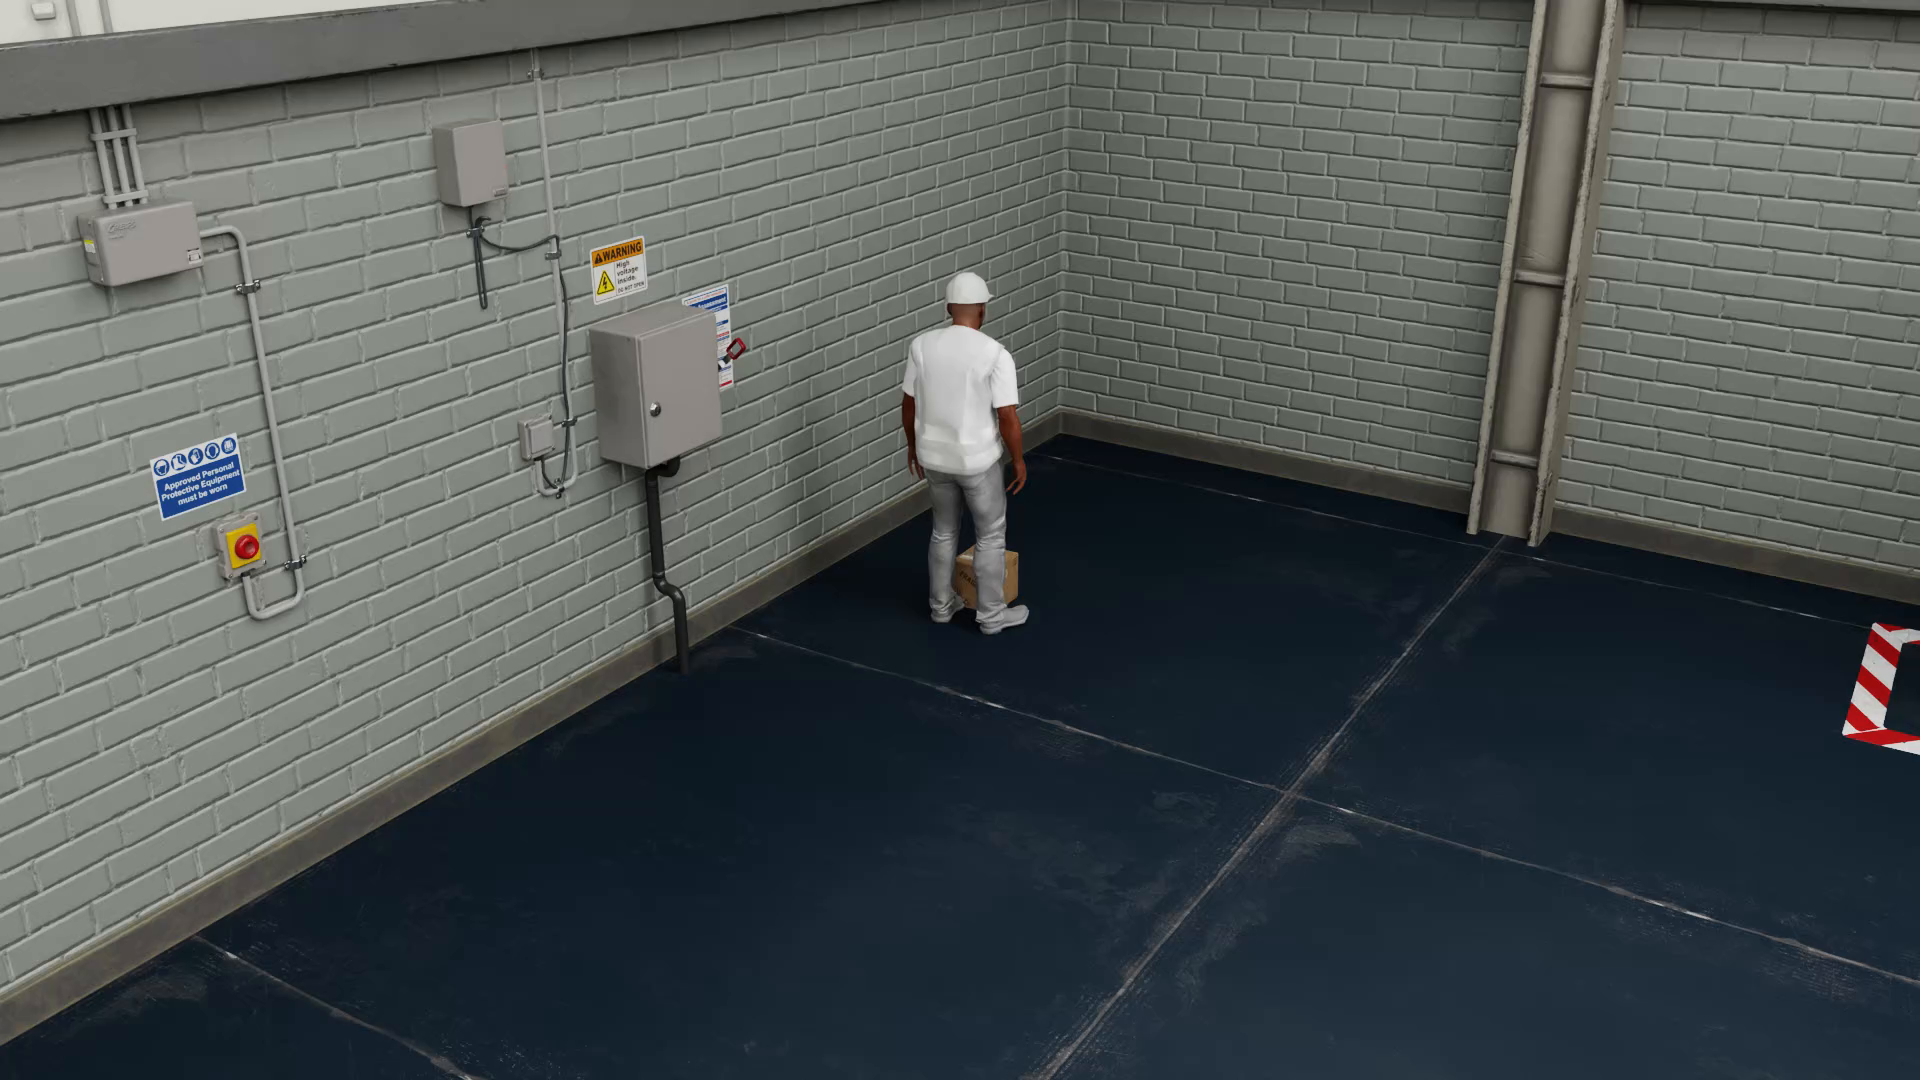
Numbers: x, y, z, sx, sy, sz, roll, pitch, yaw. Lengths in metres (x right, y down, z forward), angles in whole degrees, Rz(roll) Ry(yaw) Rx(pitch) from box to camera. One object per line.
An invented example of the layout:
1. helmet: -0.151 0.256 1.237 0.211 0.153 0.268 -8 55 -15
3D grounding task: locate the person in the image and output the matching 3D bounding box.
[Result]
1. person: 0.026 -0.417 8.055 0.634 1.760 0.457 12 26 26
